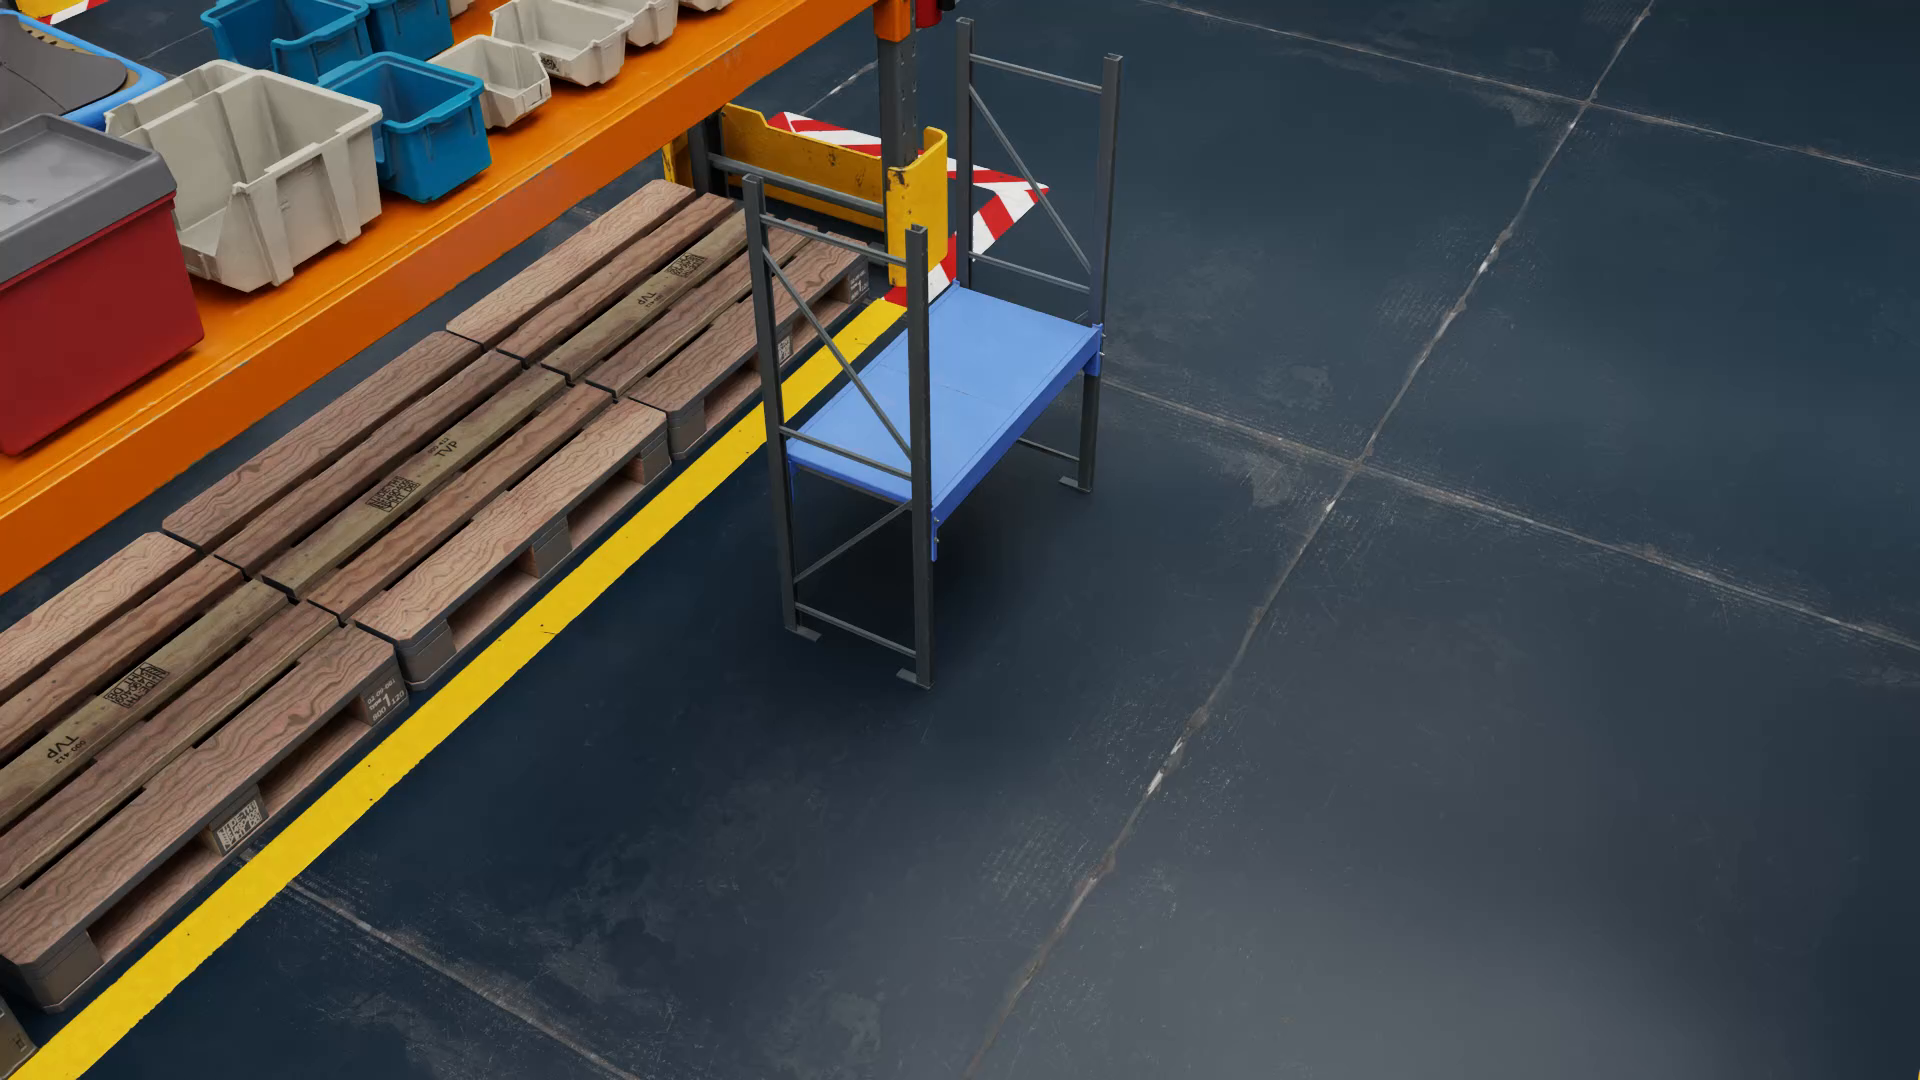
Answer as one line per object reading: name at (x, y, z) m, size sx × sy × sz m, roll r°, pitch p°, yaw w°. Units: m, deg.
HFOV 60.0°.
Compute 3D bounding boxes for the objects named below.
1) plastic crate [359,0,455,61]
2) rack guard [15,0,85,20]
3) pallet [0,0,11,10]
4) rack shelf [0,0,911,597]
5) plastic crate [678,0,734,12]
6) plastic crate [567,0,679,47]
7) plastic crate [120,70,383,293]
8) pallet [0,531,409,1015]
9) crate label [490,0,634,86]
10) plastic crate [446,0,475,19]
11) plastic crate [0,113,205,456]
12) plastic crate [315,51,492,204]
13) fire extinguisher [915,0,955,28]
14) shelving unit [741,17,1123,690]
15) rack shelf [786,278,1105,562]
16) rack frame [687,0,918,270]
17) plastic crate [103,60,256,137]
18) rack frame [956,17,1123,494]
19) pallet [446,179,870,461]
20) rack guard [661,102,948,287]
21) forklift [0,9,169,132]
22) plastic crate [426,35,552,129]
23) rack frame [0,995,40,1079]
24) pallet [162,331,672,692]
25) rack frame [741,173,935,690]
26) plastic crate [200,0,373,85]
plastic crate at (-1.684, -1.522, 4.790) m, size 0.416 × 0.233 × 0.300 m, roll 21°, pitch 45°, yaw 22°
rack guard at (-4.942, -3.007, 8.286) m, size 1.175 × 0.500 × 0.348 m, roll 21°, pitch 45°, yaw 22°
pallet at (-5.340, -2.442, 7.863) m, size 1.003 × 0.211 × 1.213 m, roll 21°, pitch 45°, yaw 22°
rack shelf at (-1.618, -0.934, 4.585) m, size 1.077 × 0.370 × 4.000 m, roll 21°, pitch 45°, yaw 22°
plastic crate at (-0.868, -1.745, 5.116) m, size 0.396 × 0.136 × 0.243 m, roll 21°, pitch 45°, yaw 22°
plastic crate at (-1.026, -1.584, 4.933) m, size 0.396 × 0.136 × 0.243 m, roll 21°, pitch 45°, yaw 22°
plastic crate at (-1.695, -0.850, 3.990) m, size 0.437 × 0.282 × 0.530 m, roll 21°, pitch 45°, yaw 22°
pallet at (-2.284, 0.554, 4.462) m, size 1.003 × 0.211 × 1.213 m, roll 21°, pitch 45°, yaw 22°
crate label at (-1.144, -1.417, 4.743) m, size 0.396 × 0.136 × 0.243 m, roll 21°, pitch 45°, yaw 22°
plastic crate at (-1.597, -1.695, 5.059) m, size 0.250 × 0.136 × 0.298 m, roll 21°, pitch 45°, yaw 22°
plastic crate at (-1.955, -0.534, 3.493) m, size 0.402 × 0.464 × 0.583 m, roll 21°, pitch 45°, yaw 22°
plastic crate at (-1.423, -1.048, 4.252) m, size 0.416 × 0.233 × 0.300 m, roll 21°, pitch 45°, yaw 22°
fire extinguisher at (-0.148, -2.115, 5.723) m, size 0.296 × 0.674 × 0.183 m, roll 21°, pitch 45°, yaw 22°
shelving unit at (-0.043, -0.514, 4.699) m, size 0.538 × 1.500 × 1.048 m, roll 21°, pitch 45°, yaw 22°
rack shelf at (-0.043, -0.379, 4.818) m, size 0.538 × 0.185 × 1.000 m, roll 21°, pitch 45°, yaw 22°
rack frame at (-0.617, -2.348, 5.647) m, size 1.000 × 3.000 × 0.127 m, roll 21°, pitch 45°, yaw 22°
plastic crate at (-2.007, -1.079, 4.359) m, size 0.293 × 0.136 × 0.466 m, roll 21°, pitch 45°, yaw 22°
rack frame at (0.212, -0.805, 5.029) m, size 0.500 × 1.500 × 0.032 m, roll 21°, pitch 45°, yaw 22°
pallet at (-1.063, -0.843, 6.047) m, size 1.003 × 0.211 × 1.213 m, roll 21°, pitch 45°, yaw 22°
rack guard at (-0.616, -1.428, 6.493) m, size 1.175 × 0.500 × 0.348 m, roll 21°, pitch 45°, yaw 22°
forklift at (-3.777, -1.166, 4.356) m, size 1.130 × 2.935 × 3.031 m, roll 25°, pitch 47°, yaw 26°
plastic crate at (-1.276, -1.241, 4.544) m, size 0.298 × 0.136 × 0.250 m, roll 21°, pitch 45°, yaw 22°
rack frame at (-2.619, -0.059, 3.048) m, size 1.000 × 3.000 × 0.127 m, roll 21°, pitch 45°, yaw 22°
pallet at (-1.675, -0.147, 5.257) m, size 1.003 × 0.211 × 1.213 m, roll 21°, pitch 45°, yaw 22°
rack frame at (-0.297, -0.223, 4.369) m, size 0.500 × 1.500 × 0.032 m, roll 21°, pitch 45°, yaw 22°
plastic crate at (-1.835, -1.350, 4.595) m, size 0.416 × 0.233 × 0.300 m, roll 21°, pitch 45°, yaw 22°
